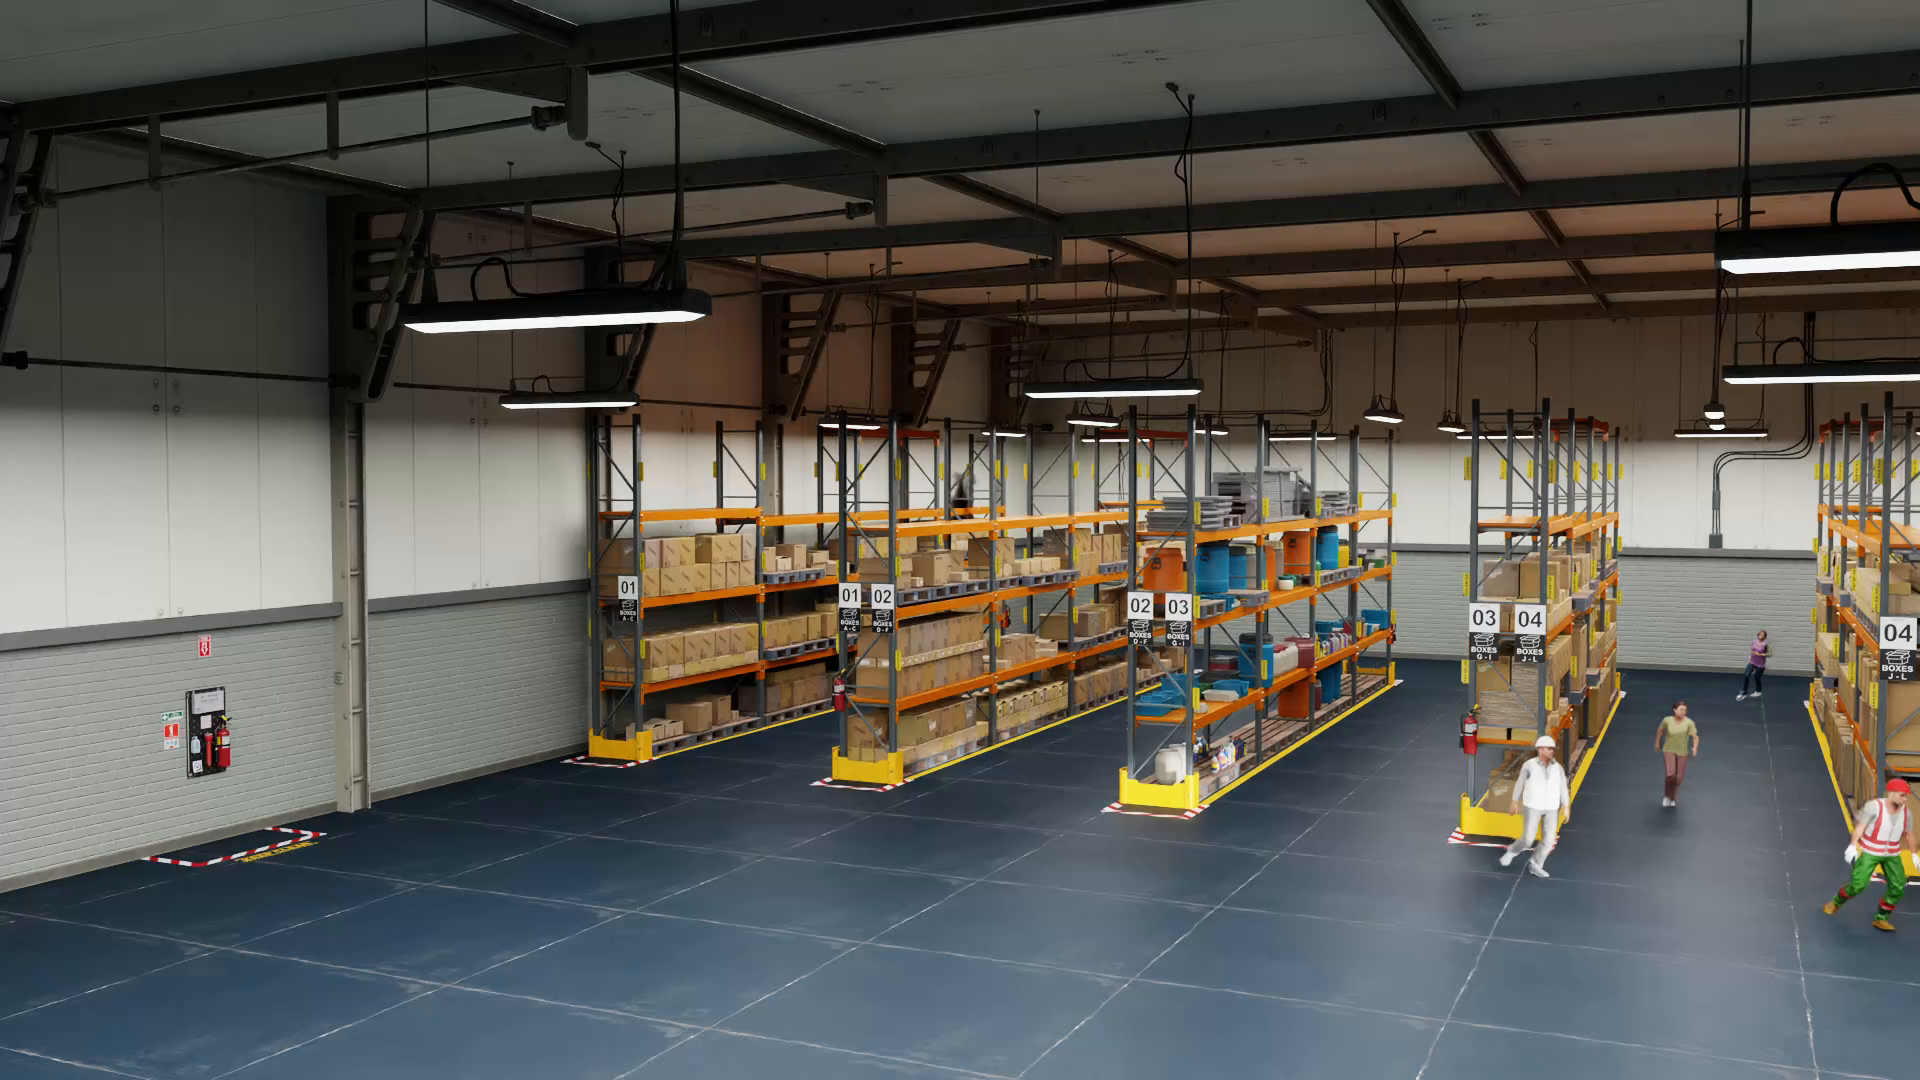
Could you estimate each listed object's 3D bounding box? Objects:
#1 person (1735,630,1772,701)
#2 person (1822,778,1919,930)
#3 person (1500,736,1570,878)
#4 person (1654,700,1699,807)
[{"bbox_3d":[17.415,2.722,36.291,0.777,1.552,0.670,-2,3,-44],"label":"person"},{"bbox_3d":[10.015,3.406,18.213,0.847,1.679,0.783,0,2,2],"label":"person"},{"bbox_3d":[7.110,3.282,20.565,0.762,1.736,0.570,0,2,-4],"label":"person"},{"bbox_3d":[10.608,3.150,24.556,0.530,1.583,0.759,0,2,11],"label":"person"}]
